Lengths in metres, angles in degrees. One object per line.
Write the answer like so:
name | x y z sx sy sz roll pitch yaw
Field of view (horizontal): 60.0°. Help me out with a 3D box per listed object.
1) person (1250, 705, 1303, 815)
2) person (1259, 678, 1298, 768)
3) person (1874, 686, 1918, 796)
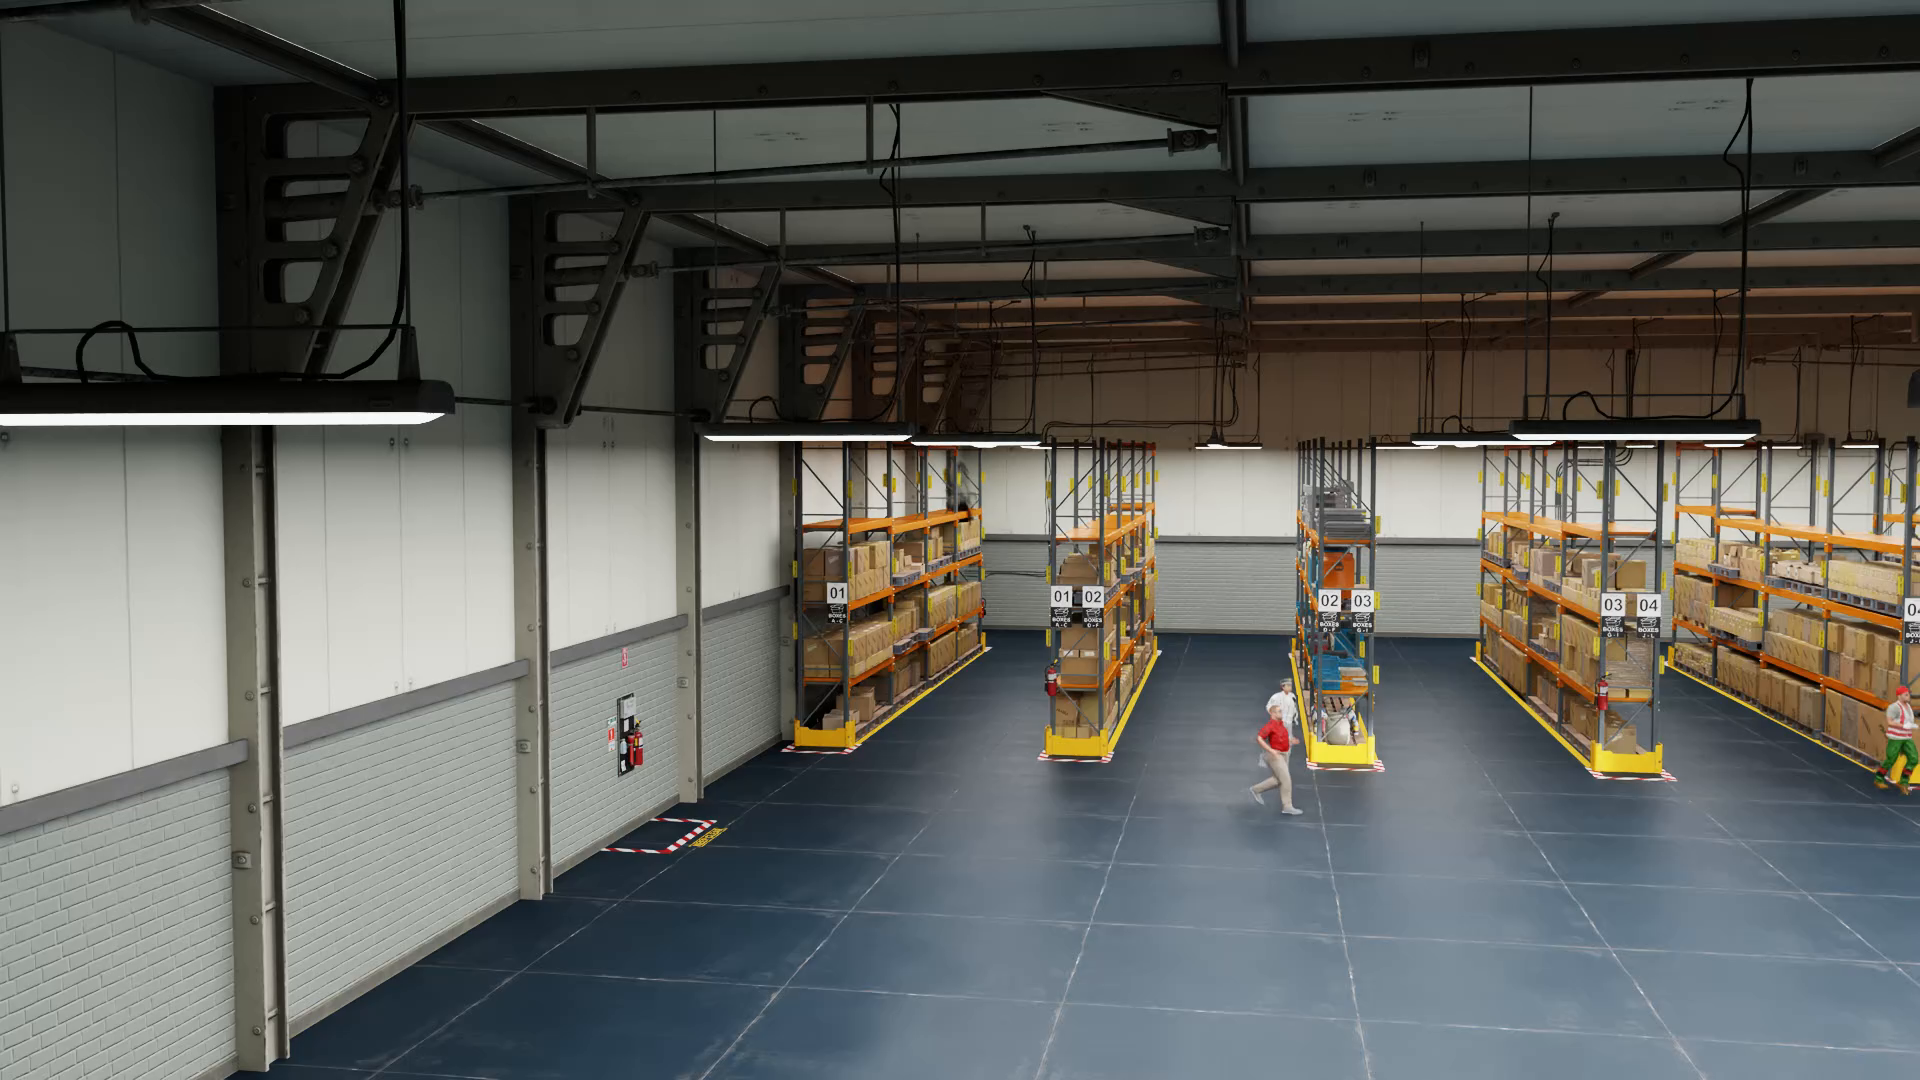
person | 5.009 3.465 26.374 0.921 1.696 0.674 2 3 29
person | 5.792 3.305 29.760 0.679 1.686 0.892 -1 3 -13
person | 15.754 3.364 27.872 0.664 1.845 0.751 -1 3 -22
